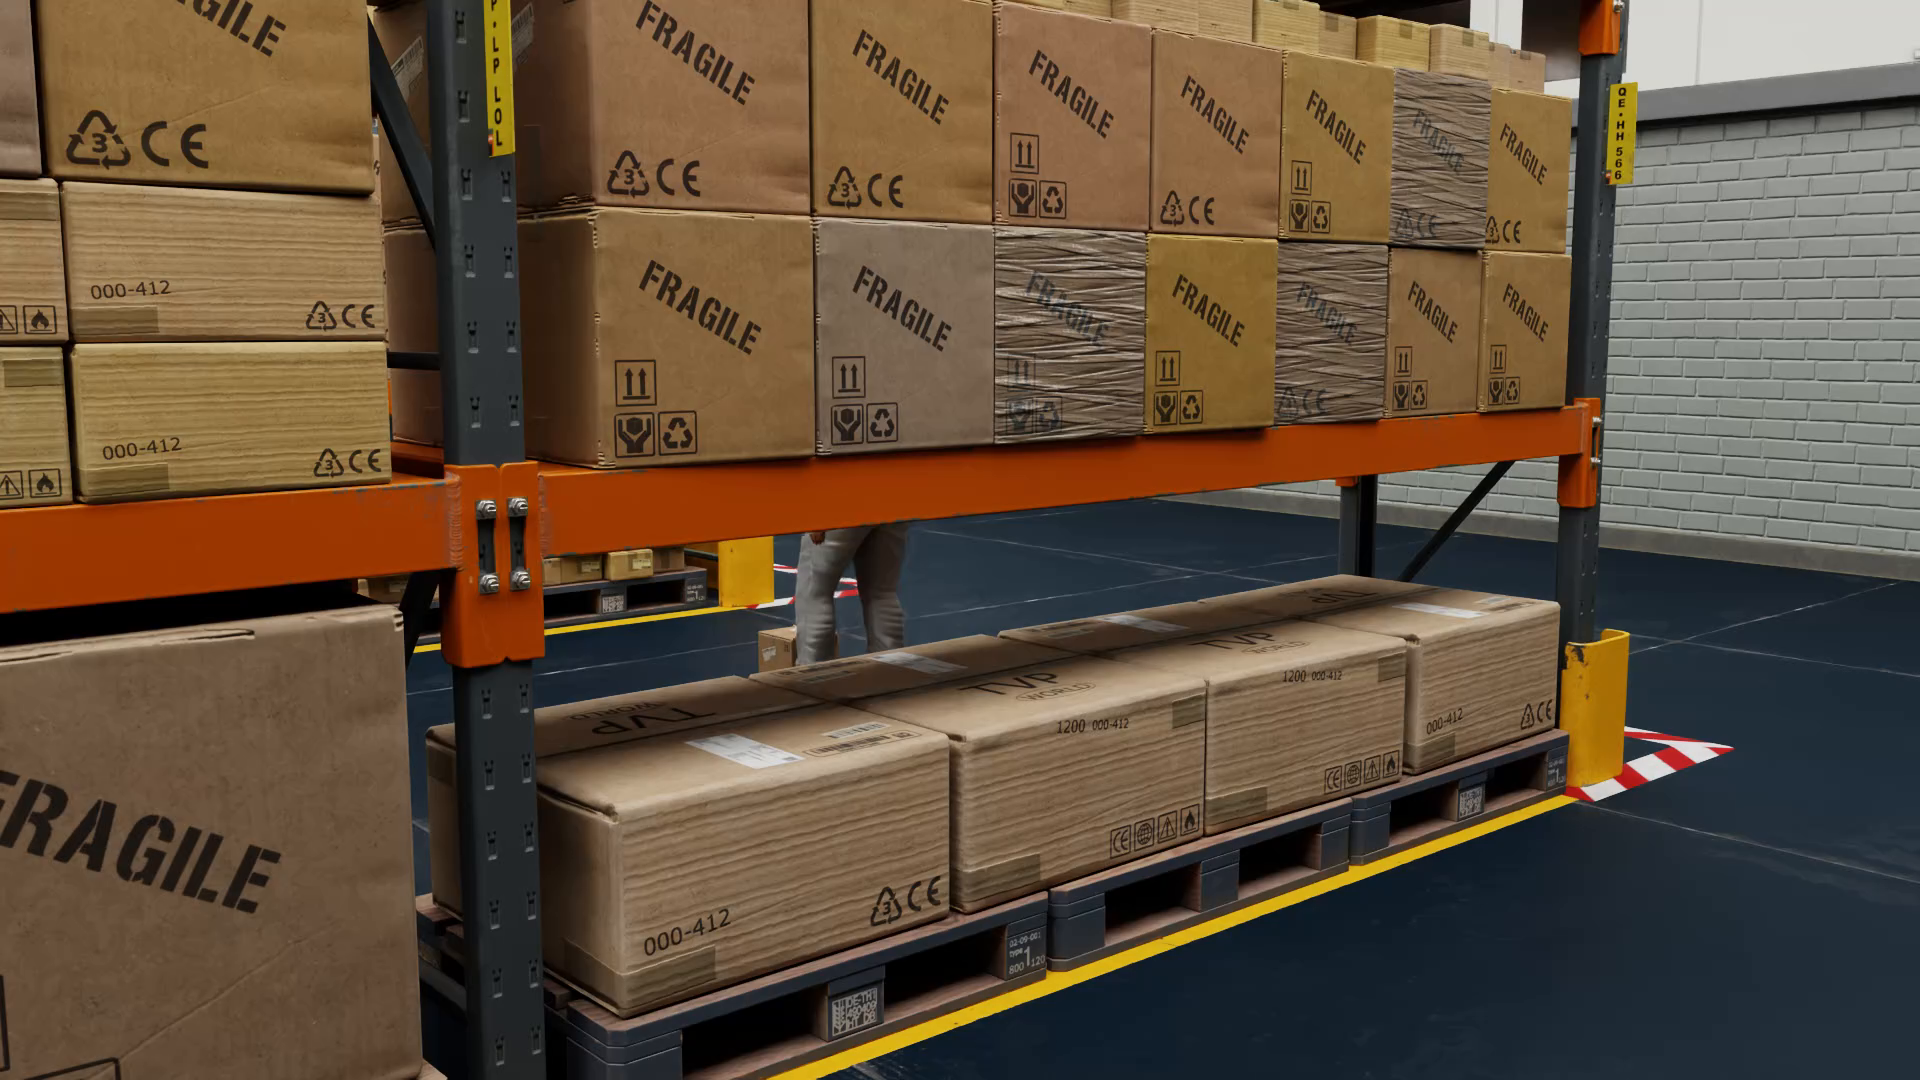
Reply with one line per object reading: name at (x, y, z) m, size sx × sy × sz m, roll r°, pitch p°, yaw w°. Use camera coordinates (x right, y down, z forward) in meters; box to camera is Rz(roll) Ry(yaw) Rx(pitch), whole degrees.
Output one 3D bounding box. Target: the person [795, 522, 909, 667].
person at (-0.475, -0.120, 6.720) m, size 0.474 × 1.692 × 0.542 m, roll 7°, pitch 10°, yaw 43°
